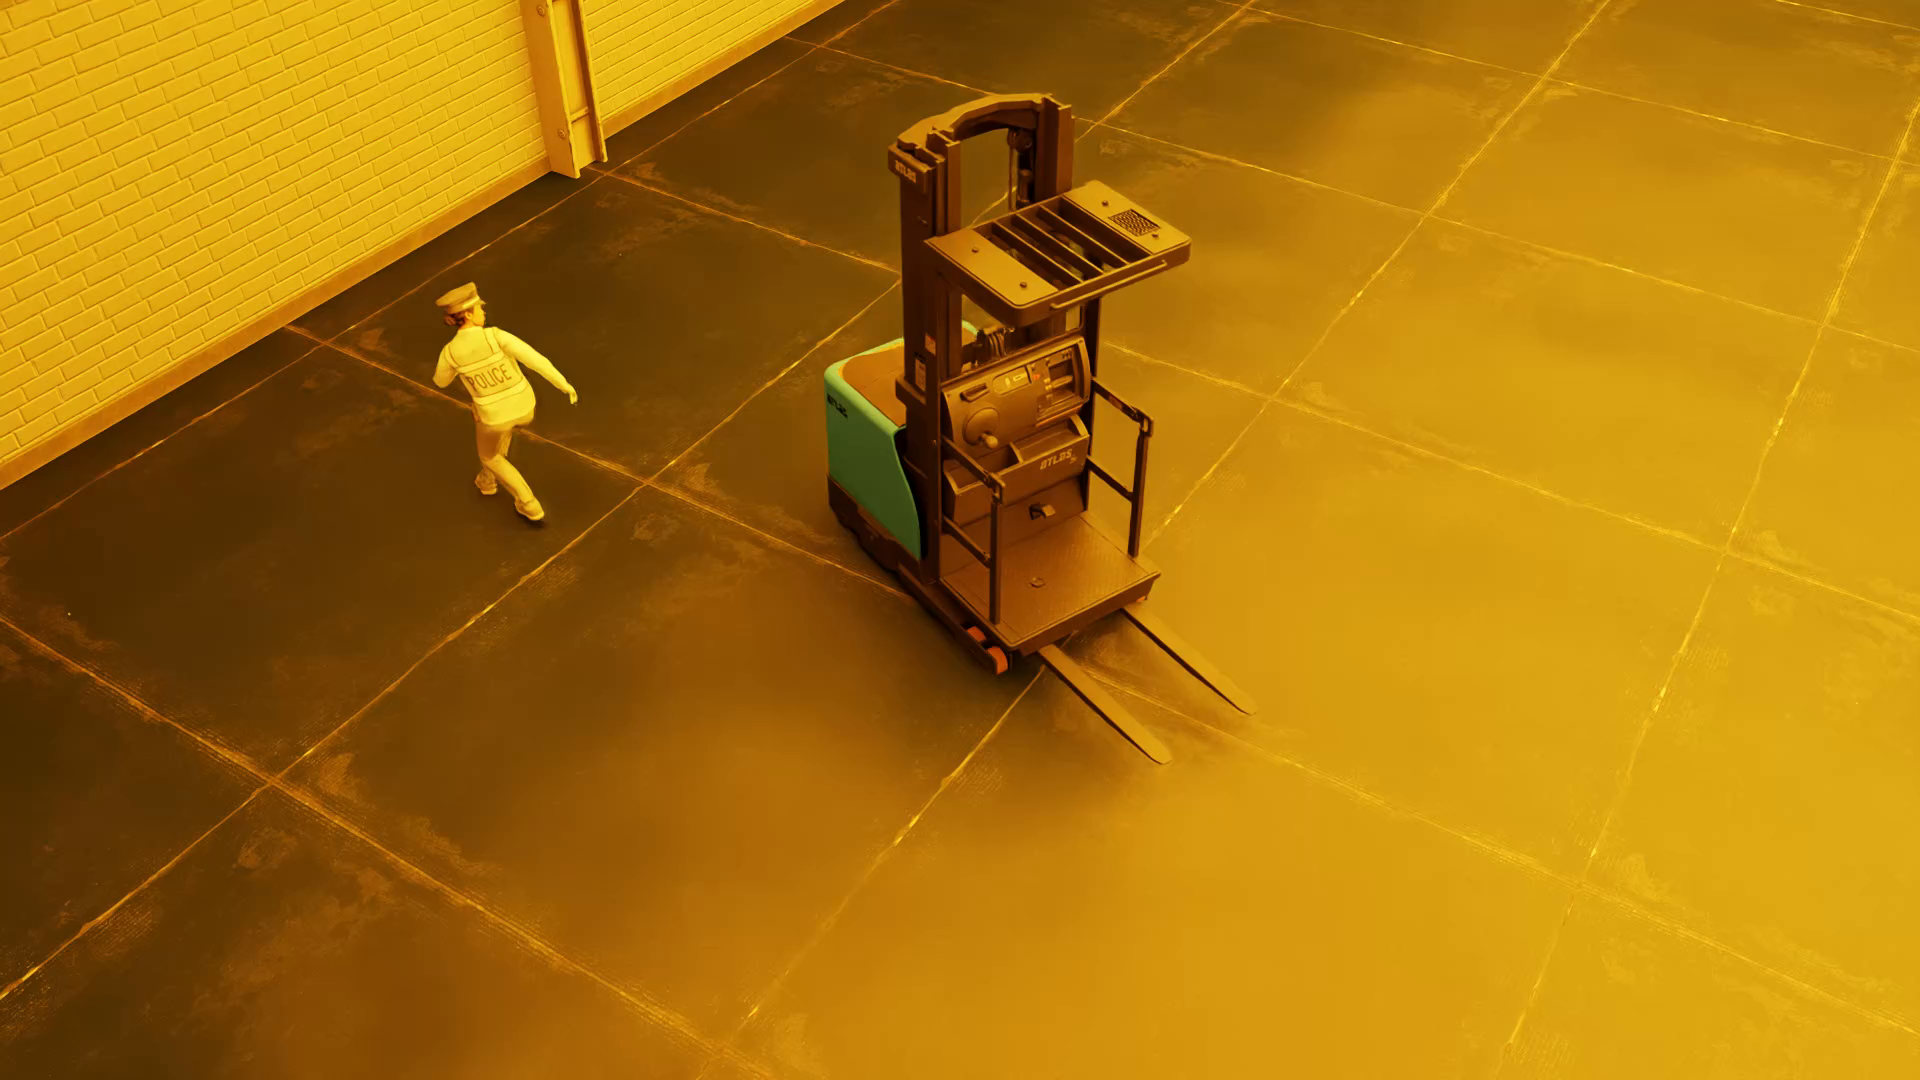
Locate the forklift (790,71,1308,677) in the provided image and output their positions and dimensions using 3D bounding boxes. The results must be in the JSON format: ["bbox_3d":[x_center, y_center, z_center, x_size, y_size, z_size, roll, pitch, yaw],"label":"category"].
[{"bbox_3d":[0.522,-0.912,9.043,3.031,2.935,1.130,22,45,24],"label":"forklift"}]

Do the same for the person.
[{"bbox_3d":[-3.152,-0.895,10.037,0.697,1.638,0.476,-3,40,-4],"label":"person"}]
